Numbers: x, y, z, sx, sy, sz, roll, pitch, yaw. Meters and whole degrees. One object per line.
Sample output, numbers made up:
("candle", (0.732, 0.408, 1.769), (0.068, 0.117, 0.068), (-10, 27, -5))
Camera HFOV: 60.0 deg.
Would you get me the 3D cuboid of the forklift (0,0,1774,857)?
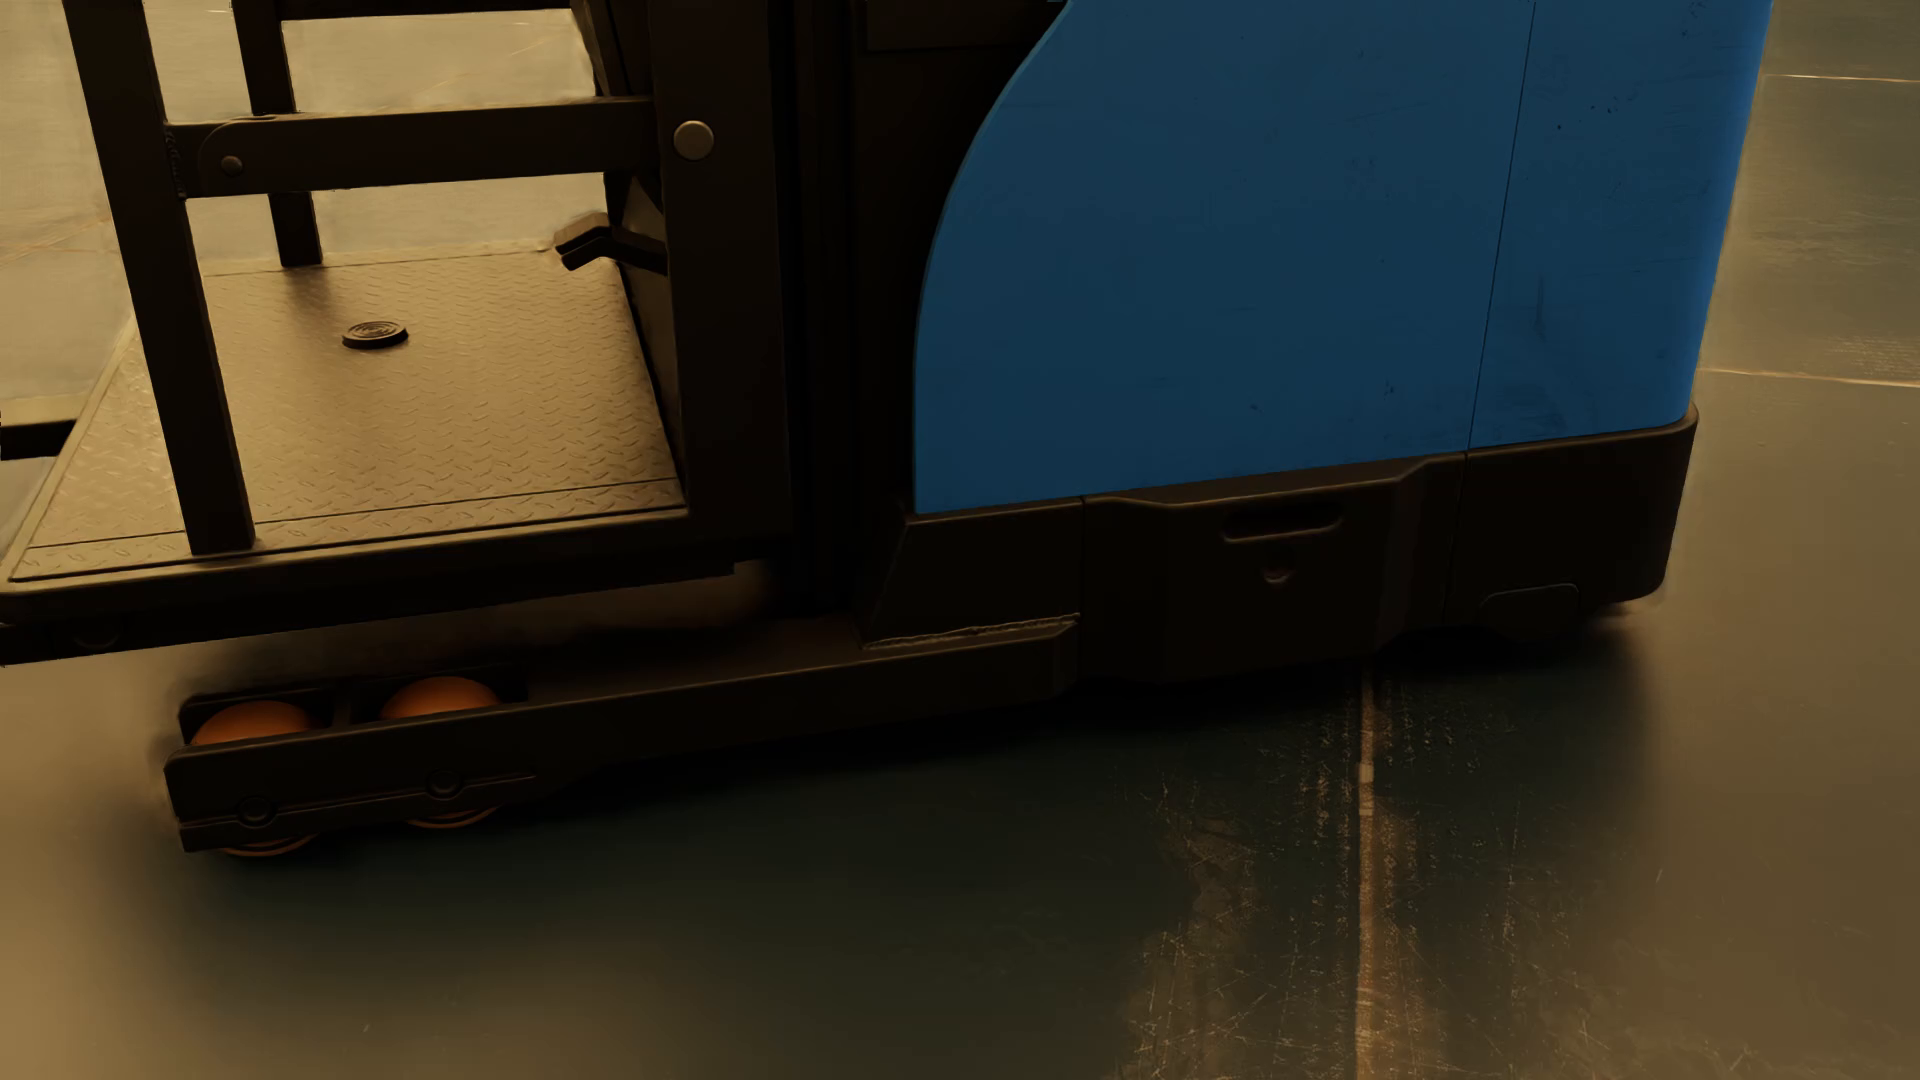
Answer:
("forklift", (-0.620, -1.227, 1.678), (3.031, 2.935, 1.130), (-7, 28, -13))
